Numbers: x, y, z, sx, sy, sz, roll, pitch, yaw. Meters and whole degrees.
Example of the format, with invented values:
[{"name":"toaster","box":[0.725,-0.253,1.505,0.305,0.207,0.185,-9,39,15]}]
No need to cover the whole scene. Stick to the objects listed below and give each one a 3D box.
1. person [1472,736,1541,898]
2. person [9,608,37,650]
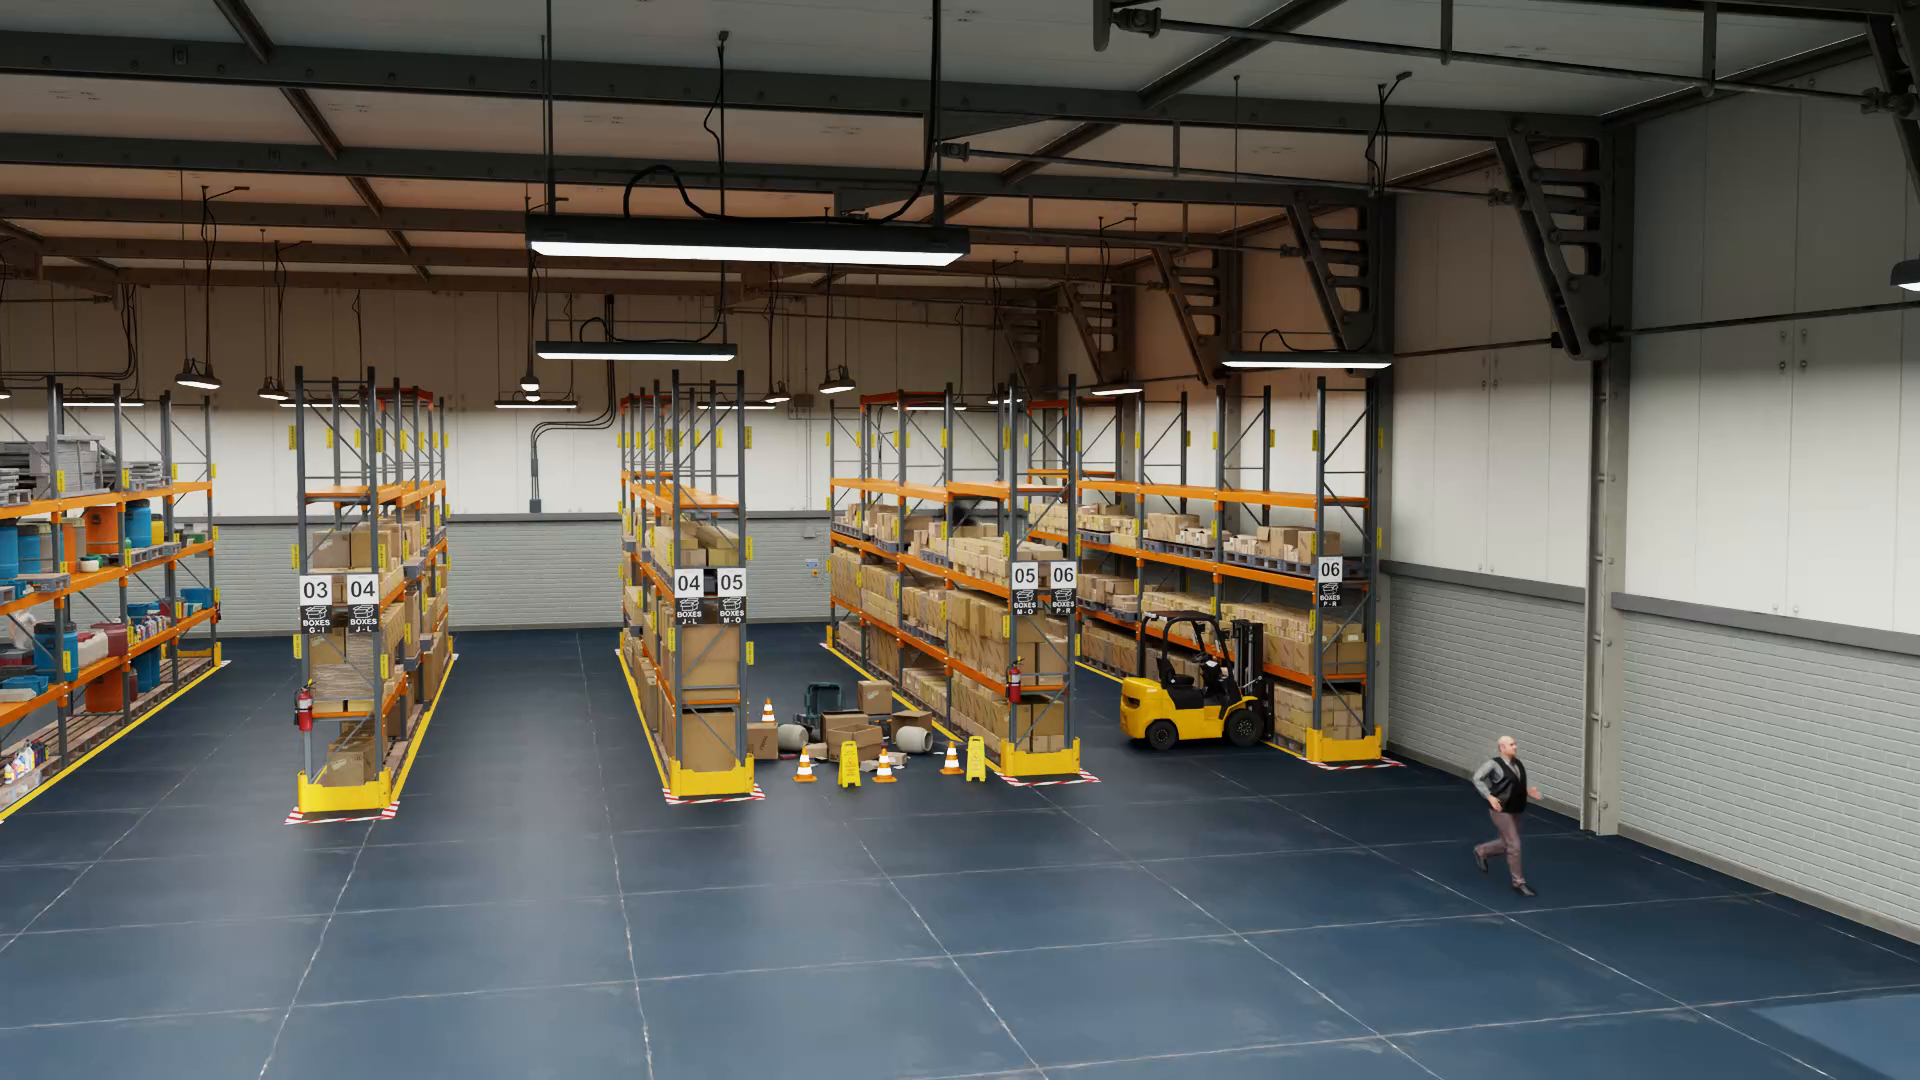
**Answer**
[{"name":"person","box":[6.075,3.041,18.554,0.663,1.727,0.928,-2,4,-35]},{"name":"person","box":[-19.794,2.106,35.136,0.563,1.613,0.738,-1,4,-14]}]
